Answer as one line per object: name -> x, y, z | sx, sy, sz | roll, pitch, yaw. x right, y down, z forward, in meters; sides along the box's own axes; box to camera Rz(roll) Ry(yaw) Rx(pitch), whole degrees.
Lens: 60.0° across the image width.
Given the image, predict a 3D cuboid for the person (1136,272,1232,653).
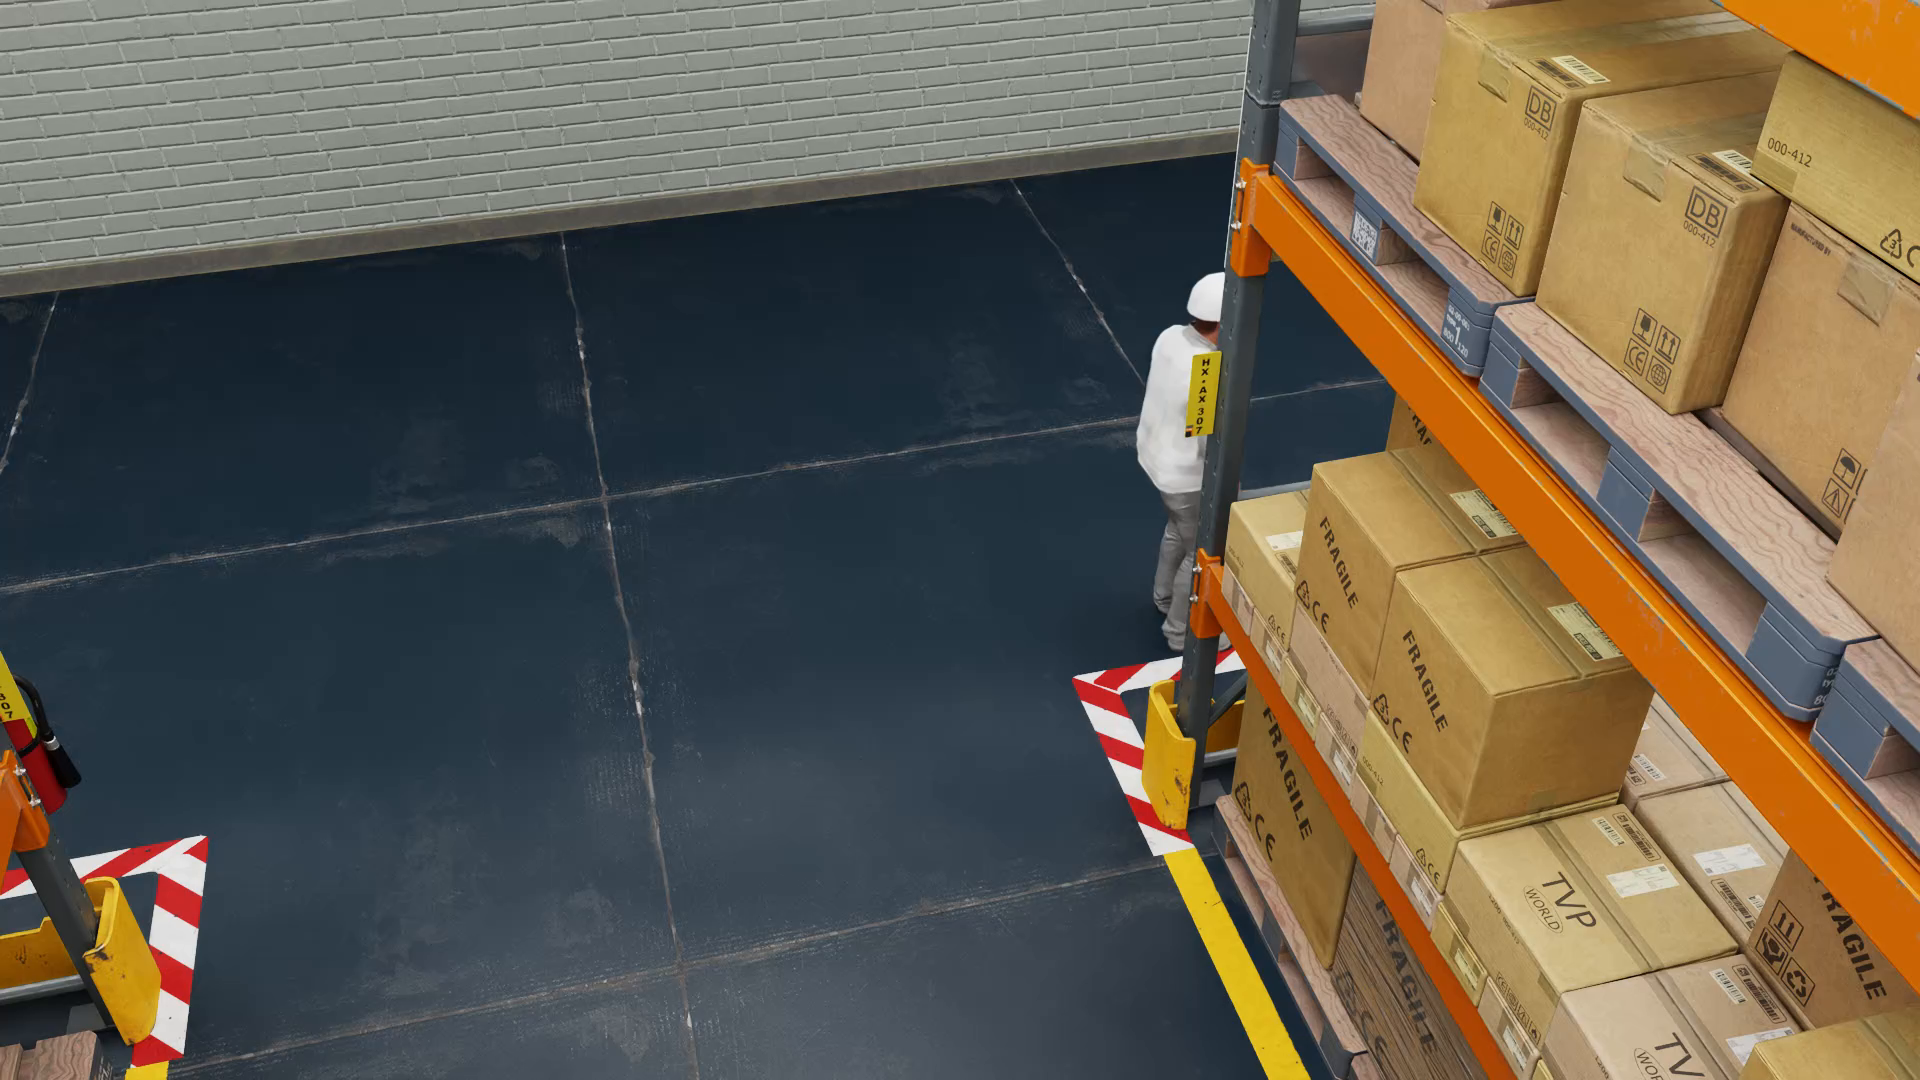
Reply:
person -> 0.998, -0.334, 7.121 | 0.474, 1.772, 0.569 | -11, 39, -13
